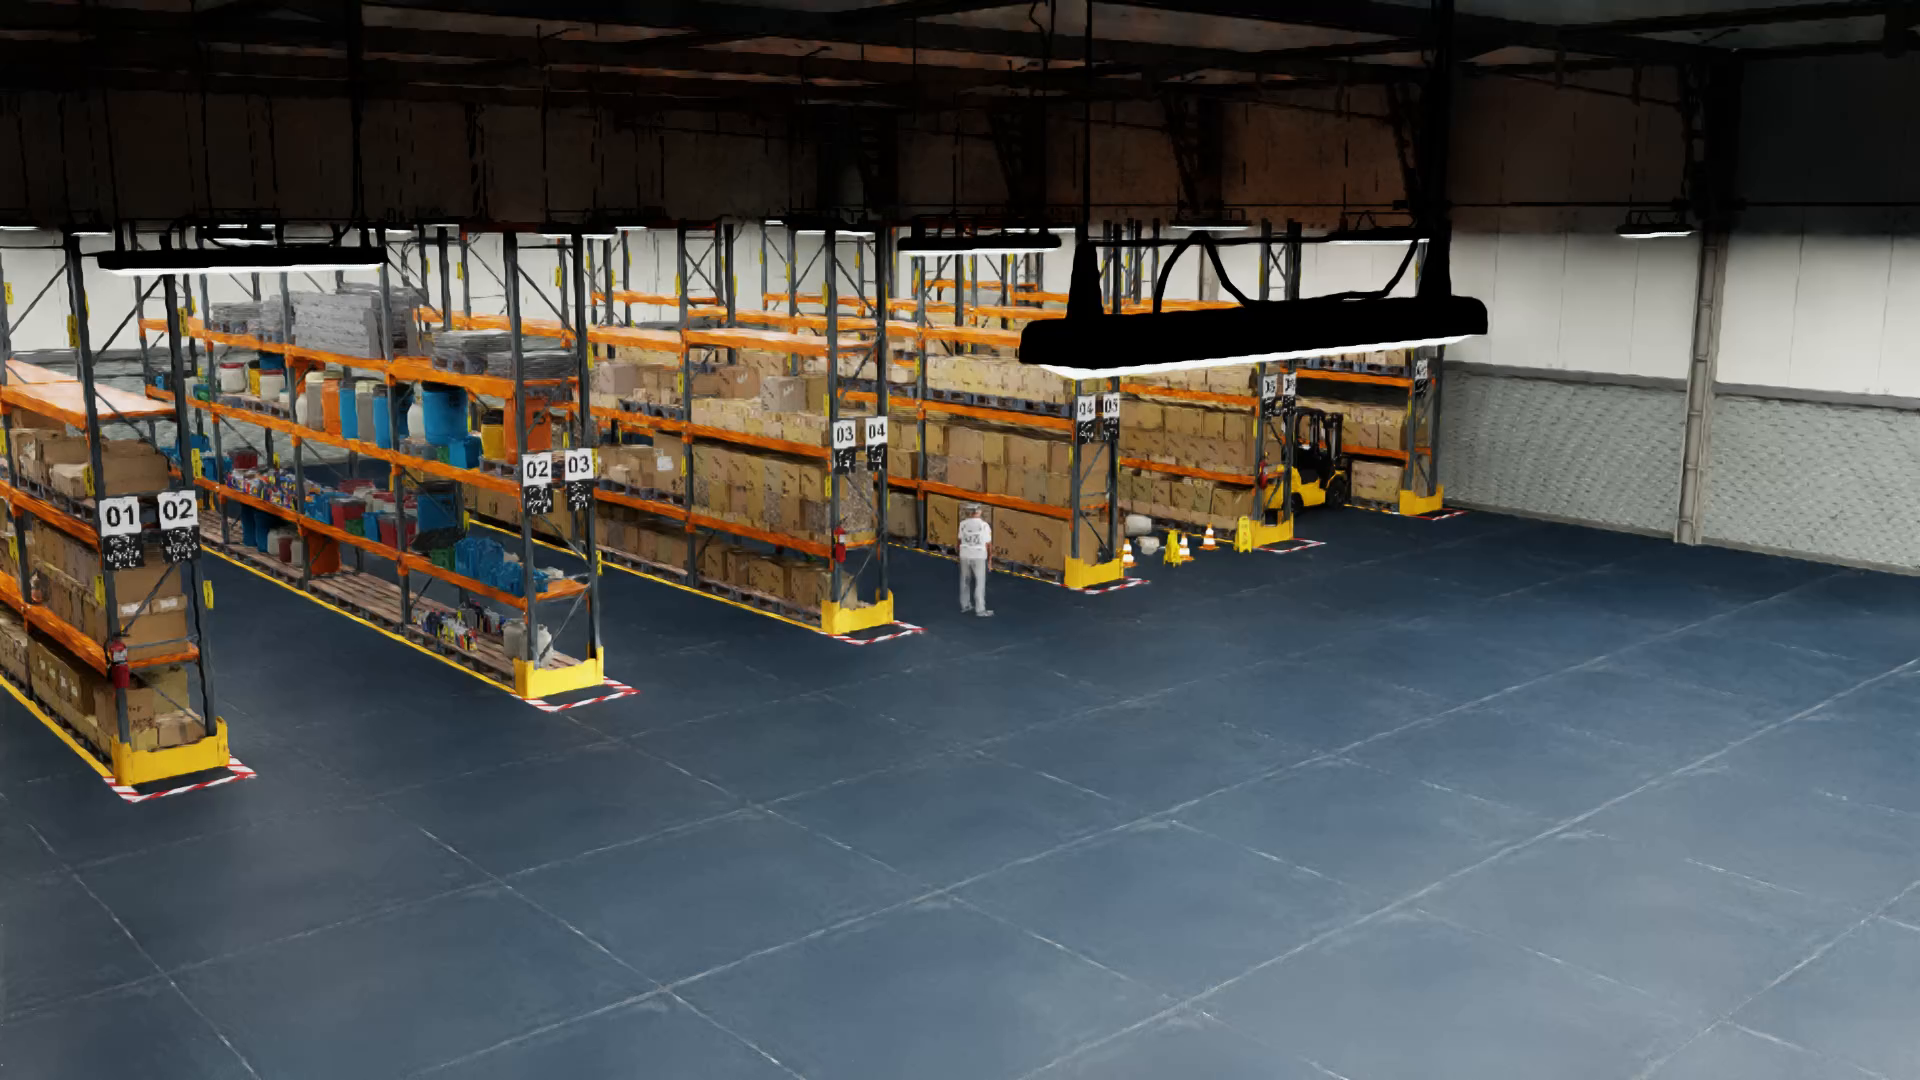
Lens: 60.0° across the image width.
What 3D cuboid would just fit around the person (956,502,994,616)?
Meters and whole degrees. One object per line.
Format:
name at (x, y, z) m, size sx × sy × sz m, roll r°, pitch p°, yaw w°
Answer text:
person at (0.239, 0.283, 25.945) m, size 0.627 × 1.765 × 0.492 m, roll 4°, pitch 12°, yaw 20°

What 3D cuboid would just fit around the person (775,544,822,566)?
person at (-2.913, -0.381, 29.361) m, size 0.553 × 1.709 × 1.123 m, roll -9°, pitch 15°, yaw -38°

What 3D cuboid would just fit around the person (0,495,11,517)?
person at (-18.013, -0.709, 31.238) m, size 1.056 × 1.588 × 0.489 m, roll 11°, pitch 16°, yaw 43°
